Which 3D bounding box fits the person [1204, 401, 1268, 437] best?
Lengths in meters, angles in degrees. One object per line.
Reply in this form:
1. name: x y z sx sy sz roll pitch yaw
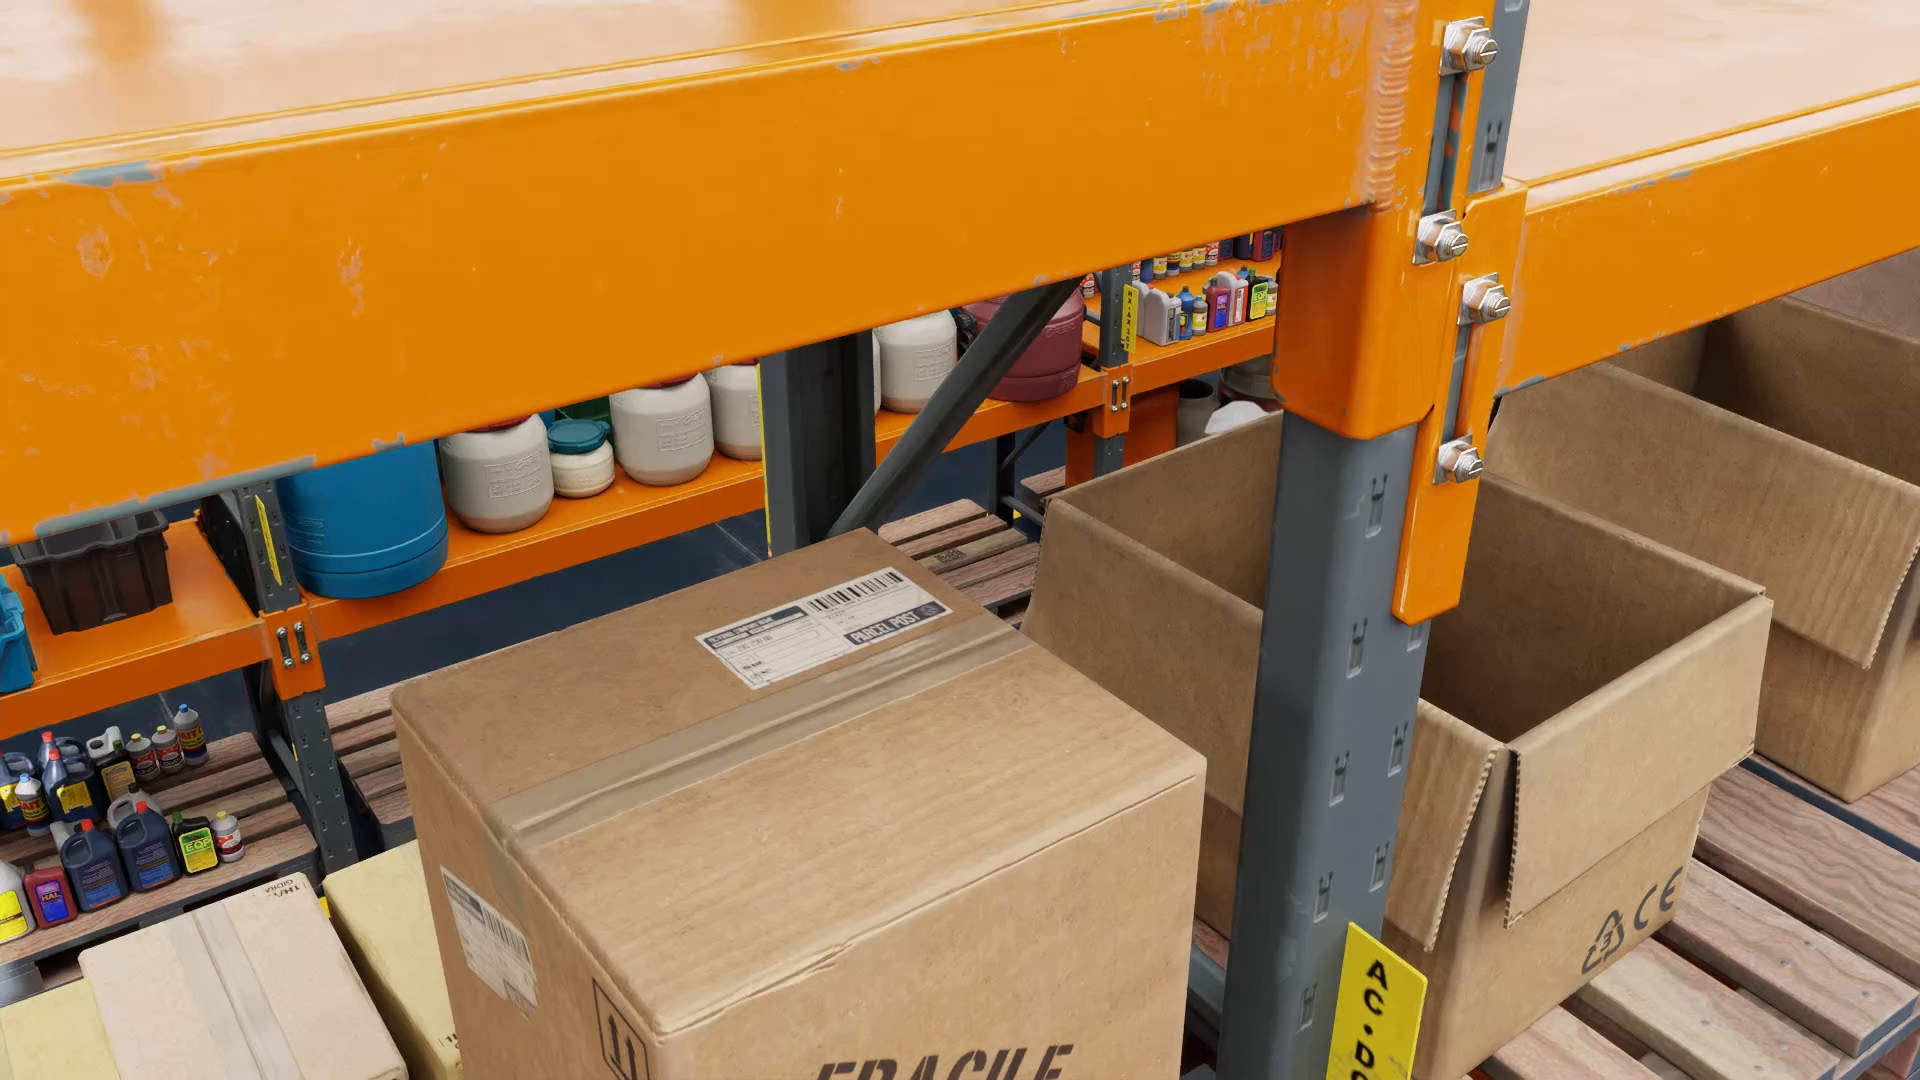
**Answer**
1. person: 1.266 0.166 7.299 0.516 1.691 0.448 -19 34 -30
